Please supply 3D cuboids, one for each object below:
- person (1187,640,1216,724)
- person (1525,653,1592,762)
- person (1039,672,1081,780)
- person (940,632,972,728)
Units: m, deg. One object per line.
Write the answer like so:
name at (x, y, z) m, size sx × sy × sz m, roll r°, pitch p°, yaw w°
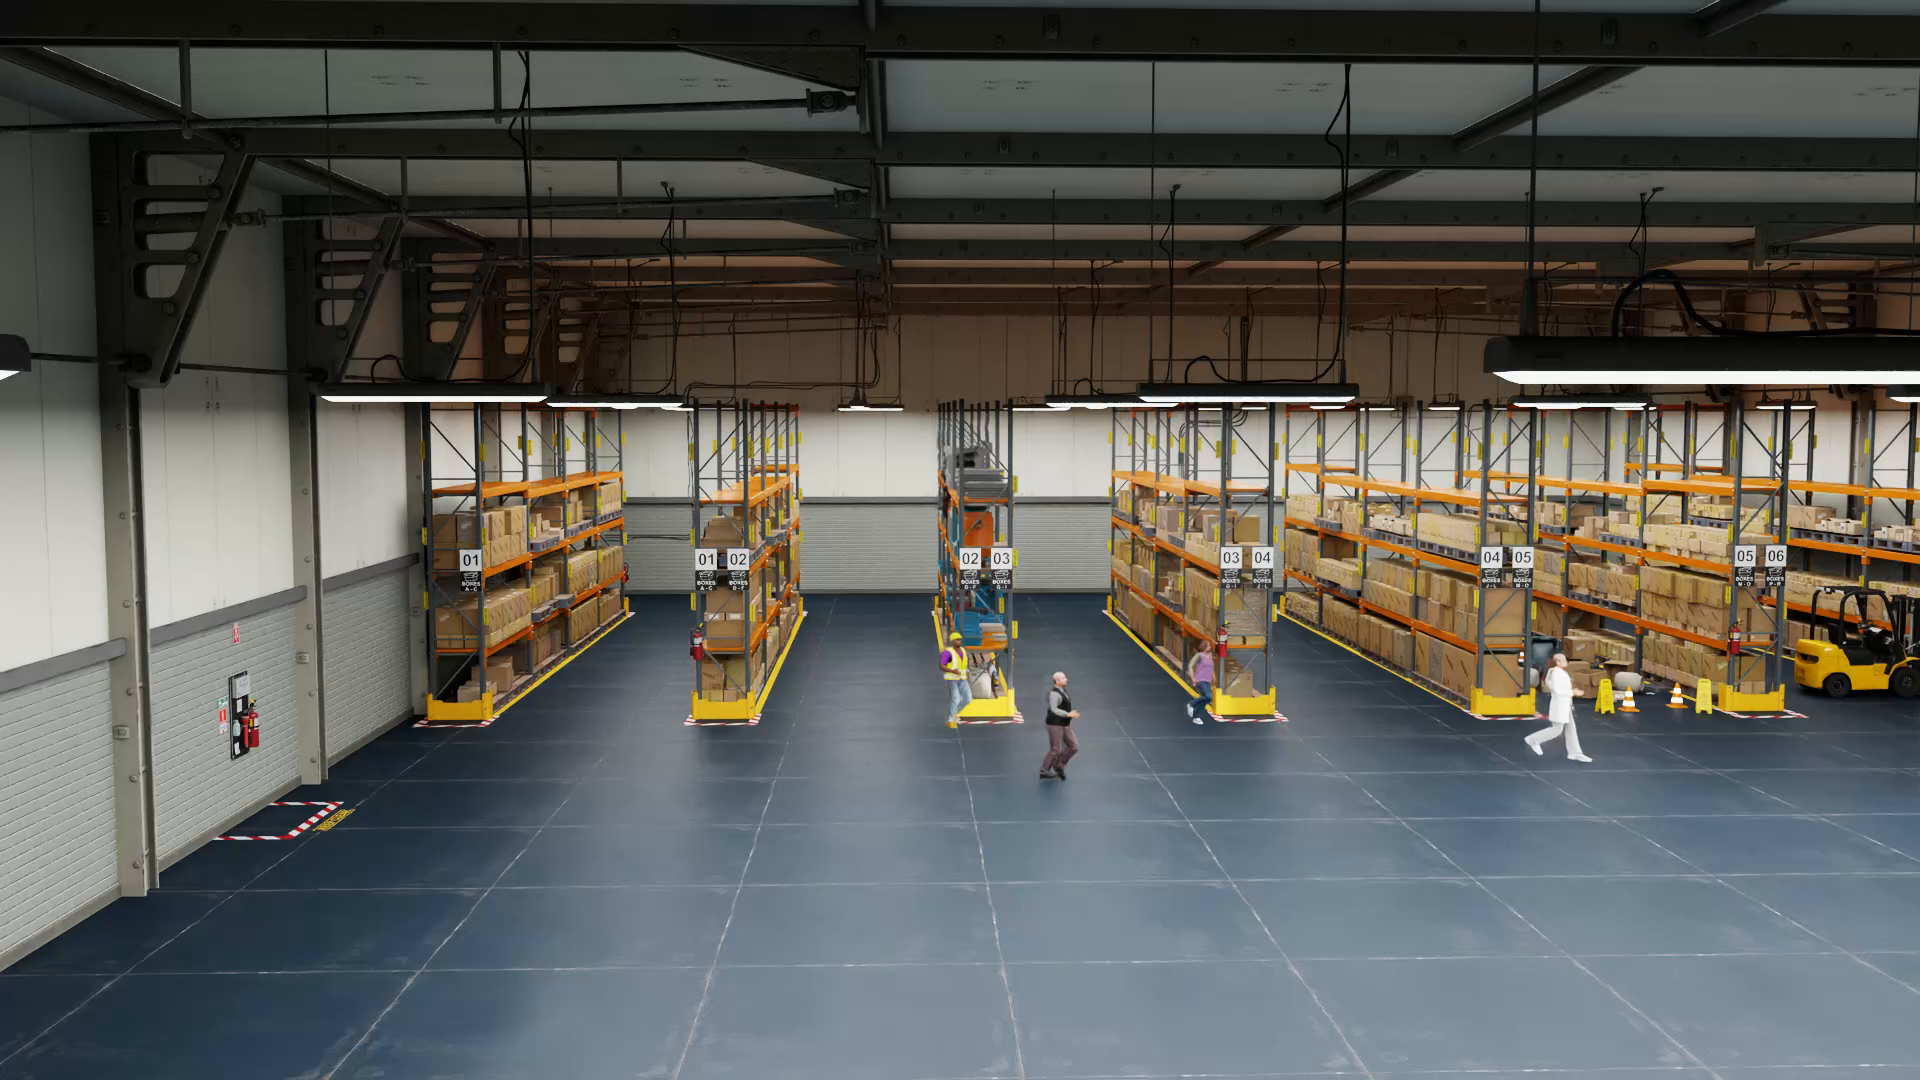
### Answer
person at (4.530, 2.634, 30.782) m, size 0.569 × 1.503 × 0.487 m, roll -4°, pitch 6°, yaw -40°
person at (9.848, 2.742, 27.323) m, size 1.047 × 1.768 × 0.706 m, roll 2°, pitch 5°, yaw 27°
person at (1.576, 2.914, 25.879) m, size 0.692 × 1.742 × 0.685 m, roll 2°, pitch 5°, yaw 24°
person at (-0.028, 2.551, 30.314) m, size 0.702 × 1.735 × 0.557 m, roll -4°, pitch 6°, yaw -42°
